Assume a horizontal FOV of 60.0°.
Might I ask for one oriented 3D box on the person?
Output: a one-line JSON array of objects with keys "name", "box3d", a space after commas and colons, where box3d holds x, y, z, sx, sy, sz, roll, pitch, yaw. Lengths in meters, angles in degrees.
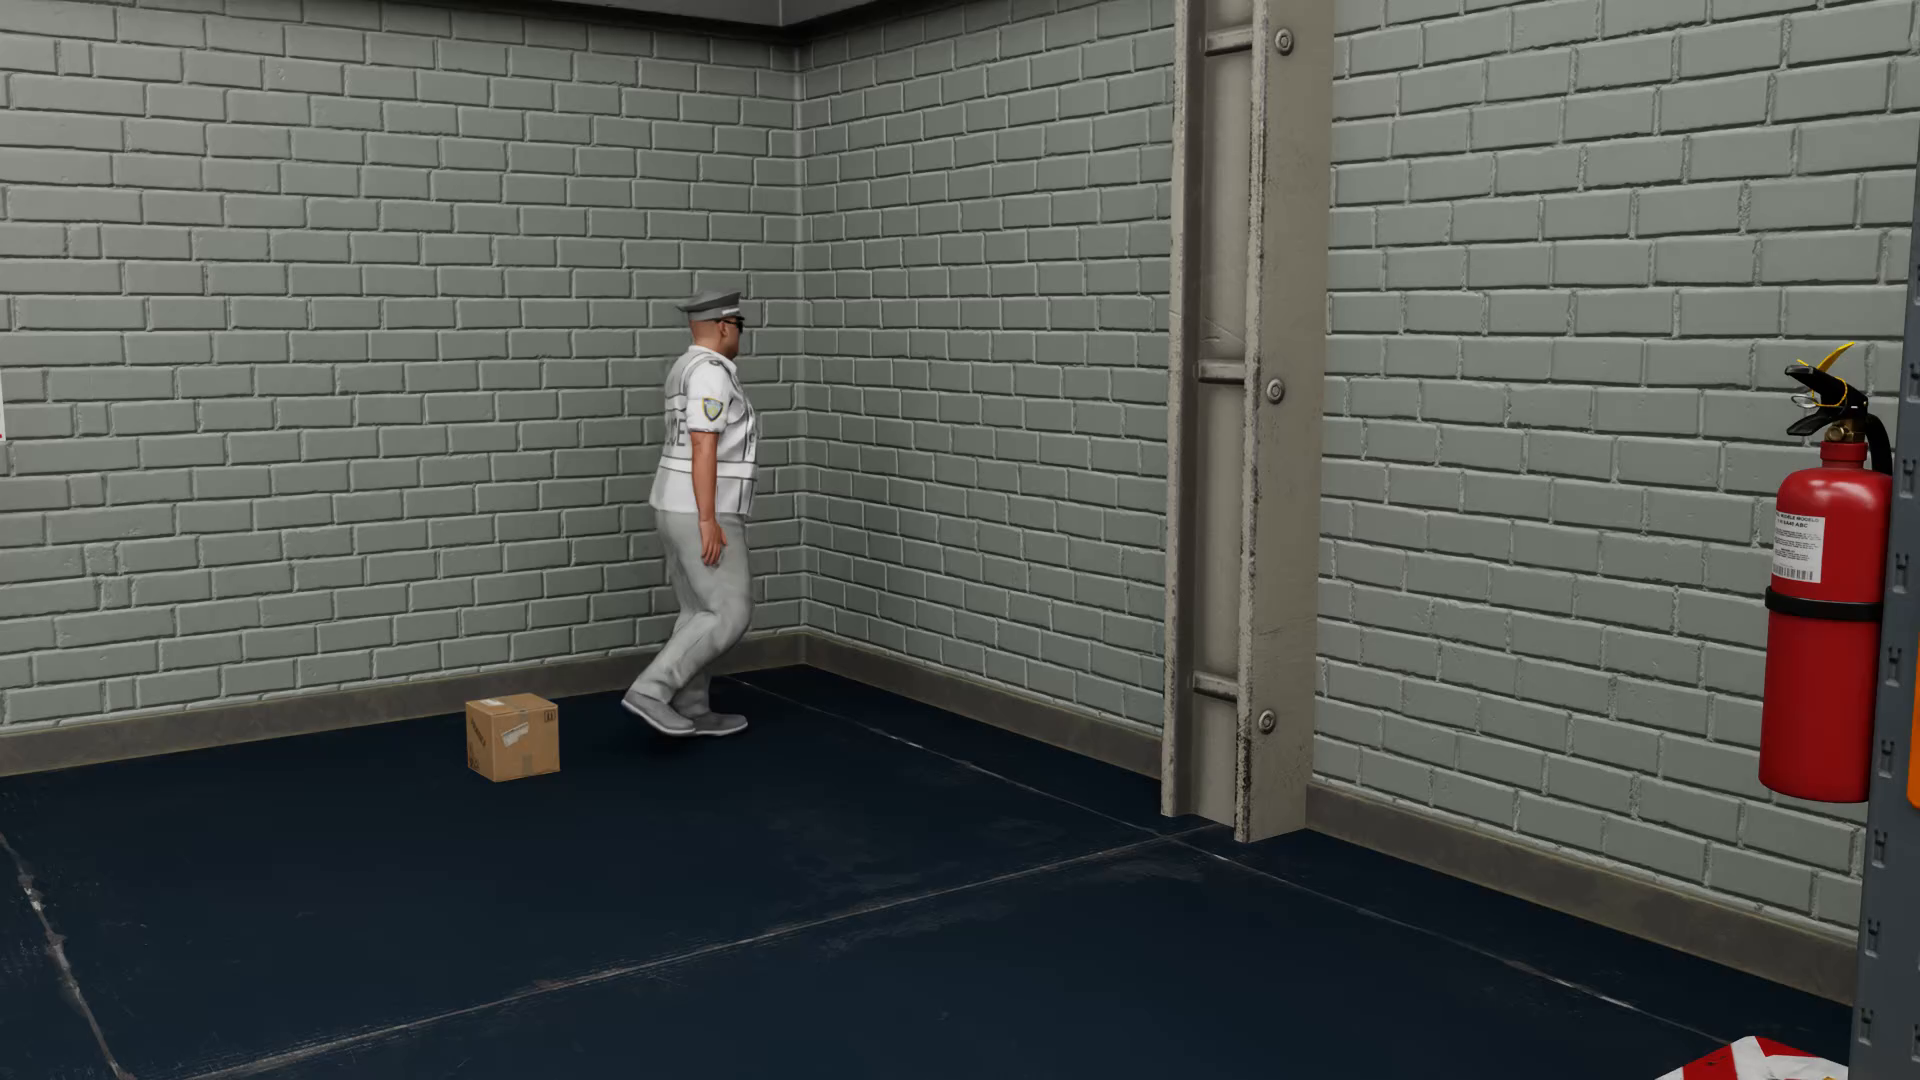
[{"name": "person", "box3d": [-1.058, -0.089, 6.398, 0.568, 1.754, 0.602, -3, 8, -21]}]
